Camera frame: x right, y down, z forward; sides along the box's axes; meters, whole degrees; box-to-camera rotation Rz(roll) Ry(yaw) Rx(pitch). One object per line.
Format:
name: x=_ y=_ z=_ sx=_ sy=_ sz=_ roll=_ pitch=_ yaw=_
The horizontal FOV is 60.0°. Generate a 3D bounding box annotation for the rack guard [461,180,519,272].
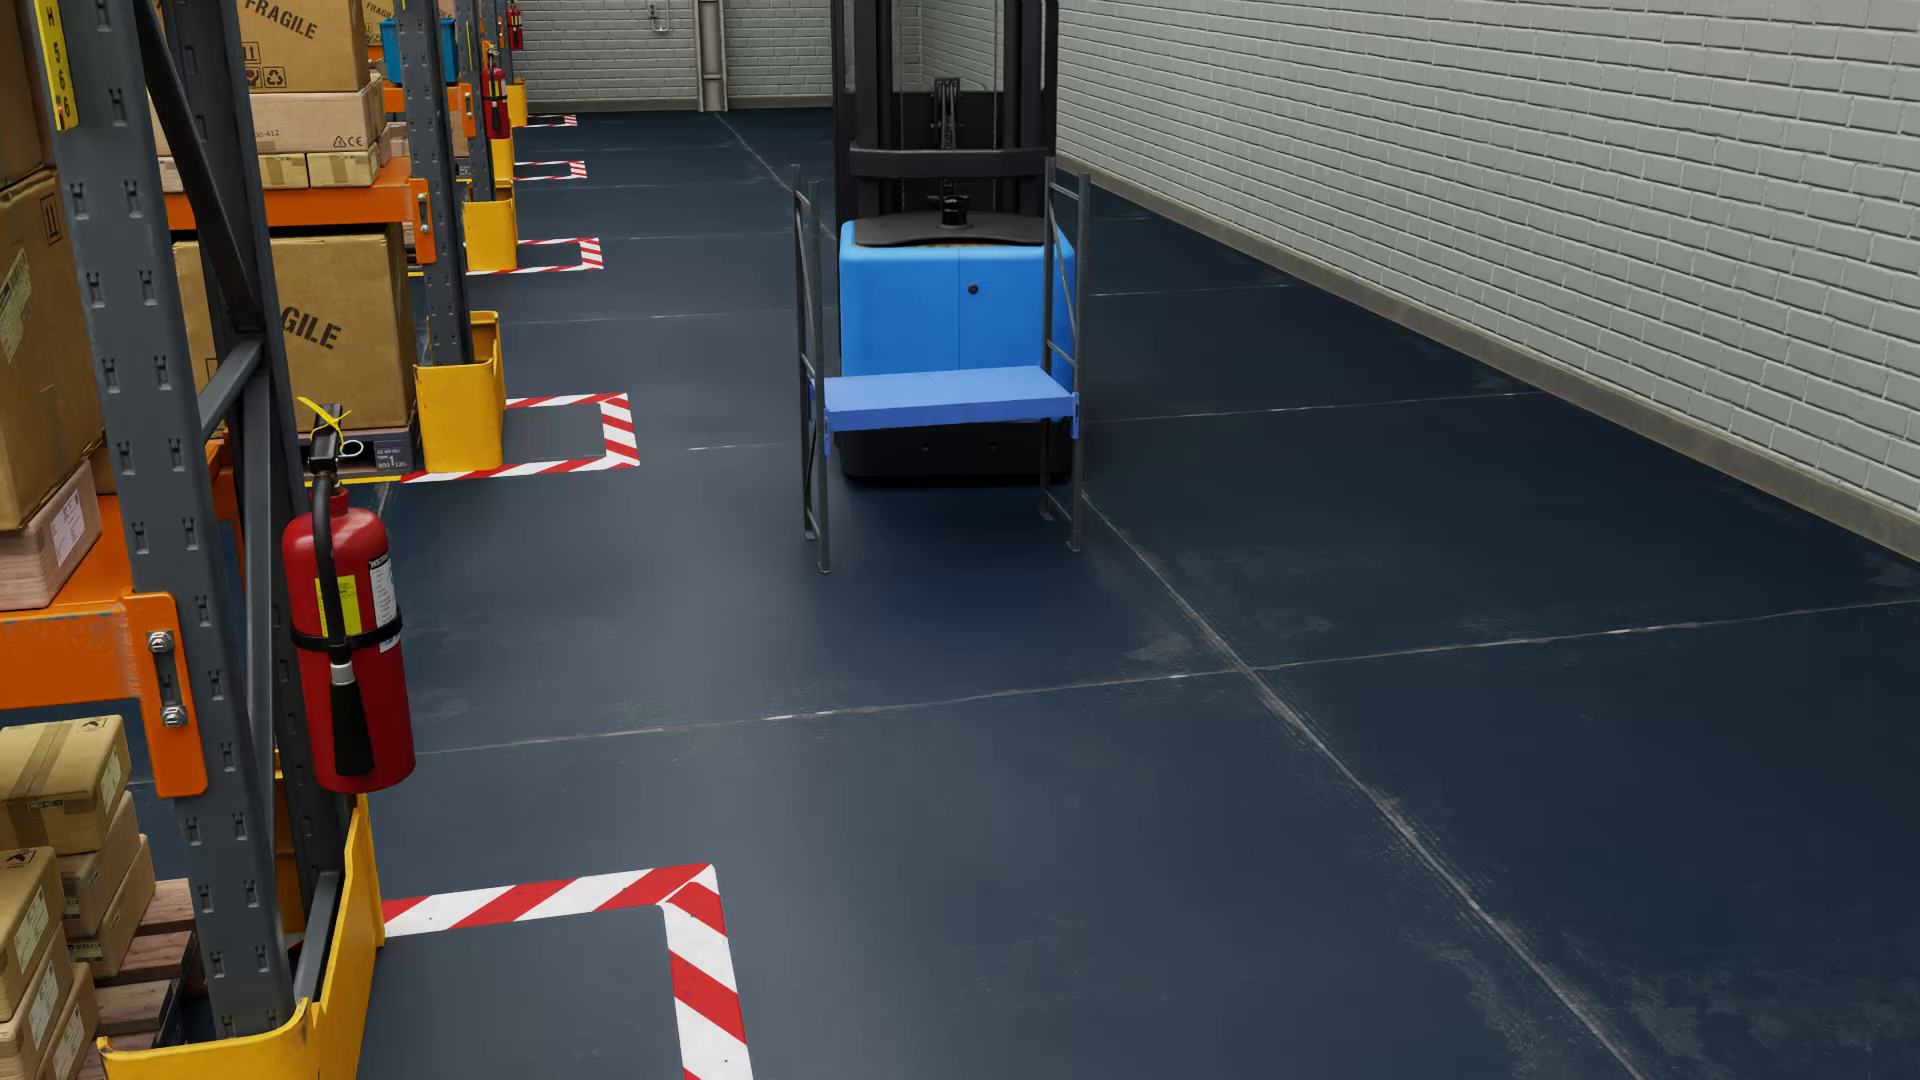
rack guard: x=-3.568 y=-2.407 z=12.658 sx=0.348 sy=0.500 sz=1.175 roll=-5 pitch=21 yaw=-12

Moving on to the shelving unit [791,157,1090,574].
shelving unit: x=-0.083 y=-0.697 z=6.538 sx=1.048 sy=1.500 sz=0.538 roll=-5 pitch=21 yaw=-12

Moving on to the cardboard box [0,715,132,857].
cardboard box: x=-1.994 y=0.542 z=3.643 sx=0.250 sy=0.149 sz=0.380 roll=-6 pitch=21 yaw=-15

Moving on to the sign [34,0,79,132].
sign: x=-1.298 y=-0.753 z=2.365 sx=0.005 sy=0.325 sz=0.100 roll=-5 pitch=21 yaw=-12

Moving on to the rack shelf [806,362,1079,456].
rack shelf: x=-0.083 y=-0.529 z=6.600 sx=1.000 sy=0.185 sz=0.538 roll=-5 pitch=21 yaw=-12

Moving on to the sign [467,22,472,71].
sign: x=-3.446 y=-3.468 z=11.683 sx=0.005 sy=0.325 sz=0.100 roll=-5 pitch=21 yaw=-12

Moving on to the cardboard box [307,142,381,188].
cardboard box: x=-2.720 y=-1.660 z=7.350 sx=0.250 sy=0.149 sz=0.380 roll=-4 pitch=21 yaw=-11

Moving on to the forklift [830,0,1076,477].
forklift: x=-0.089 y=-2.117 z=8.333 sx=1.130 sy=2.935 sz=3.031 roll=-1 pitch=20 yaw=-3

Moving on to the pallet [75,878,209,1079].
pallet: x=-2.279 y=1.120 z=3.450 sx=1.213 sy=0.211 sz=1.003 roll=-5 pitch=21 yaw=-12

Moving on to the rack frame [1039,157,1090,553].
rack frame: x=0.412 y=-0.738 z=6.648 sx=0.032 sy=1.500 sz=0.500 roll=-5 pitch=21 yaw=-12

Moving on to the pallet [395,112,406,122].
pallet: x=-6.628 y=-5.491 z=21.499 sx=1.213 sy=0.211 sz=1.003 roll=-5 pitch=21 yaw=-12

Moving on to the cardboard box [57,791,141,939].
cardboard box: x=-1.975 y=0.709 z=3.619 sx=0.250 sy=0.149 sz=0.380 roll=-4 pitch=20 yaw=-10

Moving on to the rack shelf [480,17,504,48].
rack shelf: x=-7.815 y=-6.394 z=20.955 sx=4.000 sy=0.370 sz=1.077 roll=-5 pitch=21 yaw=-12

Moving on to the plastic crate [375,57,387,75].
plastic crate: x=-4.236 y=-3.571 z=12.499 sx=0.298 sy=0.136 sz=0.250 roll=-5 pitch=21 yaw=-12

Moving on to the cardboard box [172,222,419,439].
cardboard box: x=-3.053 y=-1.038 z=7.766 sx=0.875 sy=0.875 sz=0.875 roll=-5 pitch=21 yaw=-12

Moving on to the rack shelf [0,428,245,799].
rack shelf: x=-3.352 y=0.248 z=2.822 sx=4.000 sy=0.370 sz=1.077 roll=-5 pitch=21 yaw=-12

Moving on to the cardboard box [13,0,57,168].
cardboard box: x=-1.904 y=-0.957 z=3.036 sx=0.500 sy=0.500 sz=0.500 roll=-5 pitch=21 yaw=-13

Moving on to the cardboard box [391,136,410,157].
cardboard box: x=-5.612 y=-3.981 z=16.802 sx=0.250 sy=0.166 sz=0.380 roll=-5 pitch=21 yaw=-12

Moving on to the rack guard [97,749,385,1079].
rack guard: x=-1.480 y=0.932 z=3.544 sx=0.348 sy=0.500 sz=1.175 roll=-5 pitch=21 yaw=-12

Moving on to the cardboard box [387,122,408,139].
cardboard box: x=-5.806 y=-4.160 z=17.169 sx=0.500 sy=0.250 sz=0.500 roll=-5 pitch=21 yaw=-12

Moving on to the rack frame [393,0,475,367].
rack frame: x=-2.449 y=-1.916 z=7.685 sx=0.127 sy=3.000 sz=1.000 roll=-5 pitch=21 yaw=-12

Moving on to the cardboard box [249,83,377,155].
cardboard box: x=-2.859 y=-1.858 z=7.312 sx=0.500 sy=0.250 sz=0.500 roll=-5 pitch=21 yaw=-13

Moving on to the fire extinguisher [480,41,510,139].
fire extinguisher: x=-3.337 y=-3.222 z=11.905 sx=0.183 sy=0.674 sz=0.296 roll=-5 pitch=21 yaw=-12

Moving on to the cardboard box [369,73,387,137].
cardboard box: x=-2.978 y=-2.038 z=7.802 sx=0.500 sy=0.250 sz=0.500 roll=-5 pitch=21 yaw=-14

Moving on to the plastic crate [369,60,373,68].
plastic crate: x=-4.341 y=-3.353 z=11.904 sx=0.243 sy=0.136 sz=0.396 roll=-5 pitch=21 yaw=-12

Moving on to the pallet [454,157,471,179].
pallet: x=-5.574 y=-3.853 z=17.028 sx=1.213 sy=0.211 sz=1.003 roll=-5 pitch=21 yaw=-12

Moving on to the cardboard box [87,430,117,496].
cardboard box: x=-1.797 y=-0.214 z=3.403 sx=0.250 sy=0.149 sz=0.380 roll=-5 pitch=21 yaw=-13

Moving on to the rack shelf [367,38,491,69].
rack shelf: x=-6.671 y=-4.736 z=16.429 sx=4.000 sy=0.370 sz=1.077 roll=-5 pitch=21 yaw=-12

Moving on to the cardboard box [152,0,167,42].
cardboard box: x=-3.465 y=-2.350 z=7.565 sx=0.500 sy=0.500 sz=0.500 roll=-5 pitch=21 yaw=-14

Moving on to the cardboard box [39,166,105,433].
cardboard box: x=-1.906 y=-0.491 z=3.218 sx=0.500 sy=0.500 sz=0.500 roll=-4 pitch=20 yaw=-10

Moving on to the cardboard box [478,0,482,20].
cardboard box: x=-6.362 y=-6.987 z=21.093 sx=0.700 sy=0.700 sz=0.980 roll=-4 pitch=20 yaw=-10

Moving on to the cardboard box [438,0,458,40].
cardboard box: x=-5.098 y=-5.153 z=16.375 sx=0.500 sy=0.500 sz=0.500 roll=-4 pitch=20 yaw=-11

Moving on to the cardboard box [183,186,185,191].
cardboard box: x=-3.218 y=-1.619 z=7.239 sx=0.250 sy=0.149 sz=0.380 roll=-5 pitch=21 yaw=-12

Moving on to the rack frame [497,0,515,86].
rack frame: x=-5.868 y=-6.890 z=21.263 sx=0.127 sy=3.000 sz=1.000 roll=-5 pitch=21 yaw=-12

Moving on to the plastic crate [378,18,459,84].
plastic crate: x=-3.872 y=-3.530 z=11.951 sx=0.499 sy=0.435 sz=0.616 roll=-5 pitch=21 yaw=-12

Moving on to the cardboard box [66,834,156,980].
cardboard box: x=-1.989 y=0.828 z=3.728 sx=0.250 sy=0.149 sz=0.380 roll=-4 pitch=21 yaw=-11

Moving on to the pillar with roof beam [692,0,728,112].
pillar with roof beam: x=-2.449 y=-8.769 z=17.672 sx=0.400 sy=9.000 sz=9.100 roll=-5 pitch=21 yaw=-12
